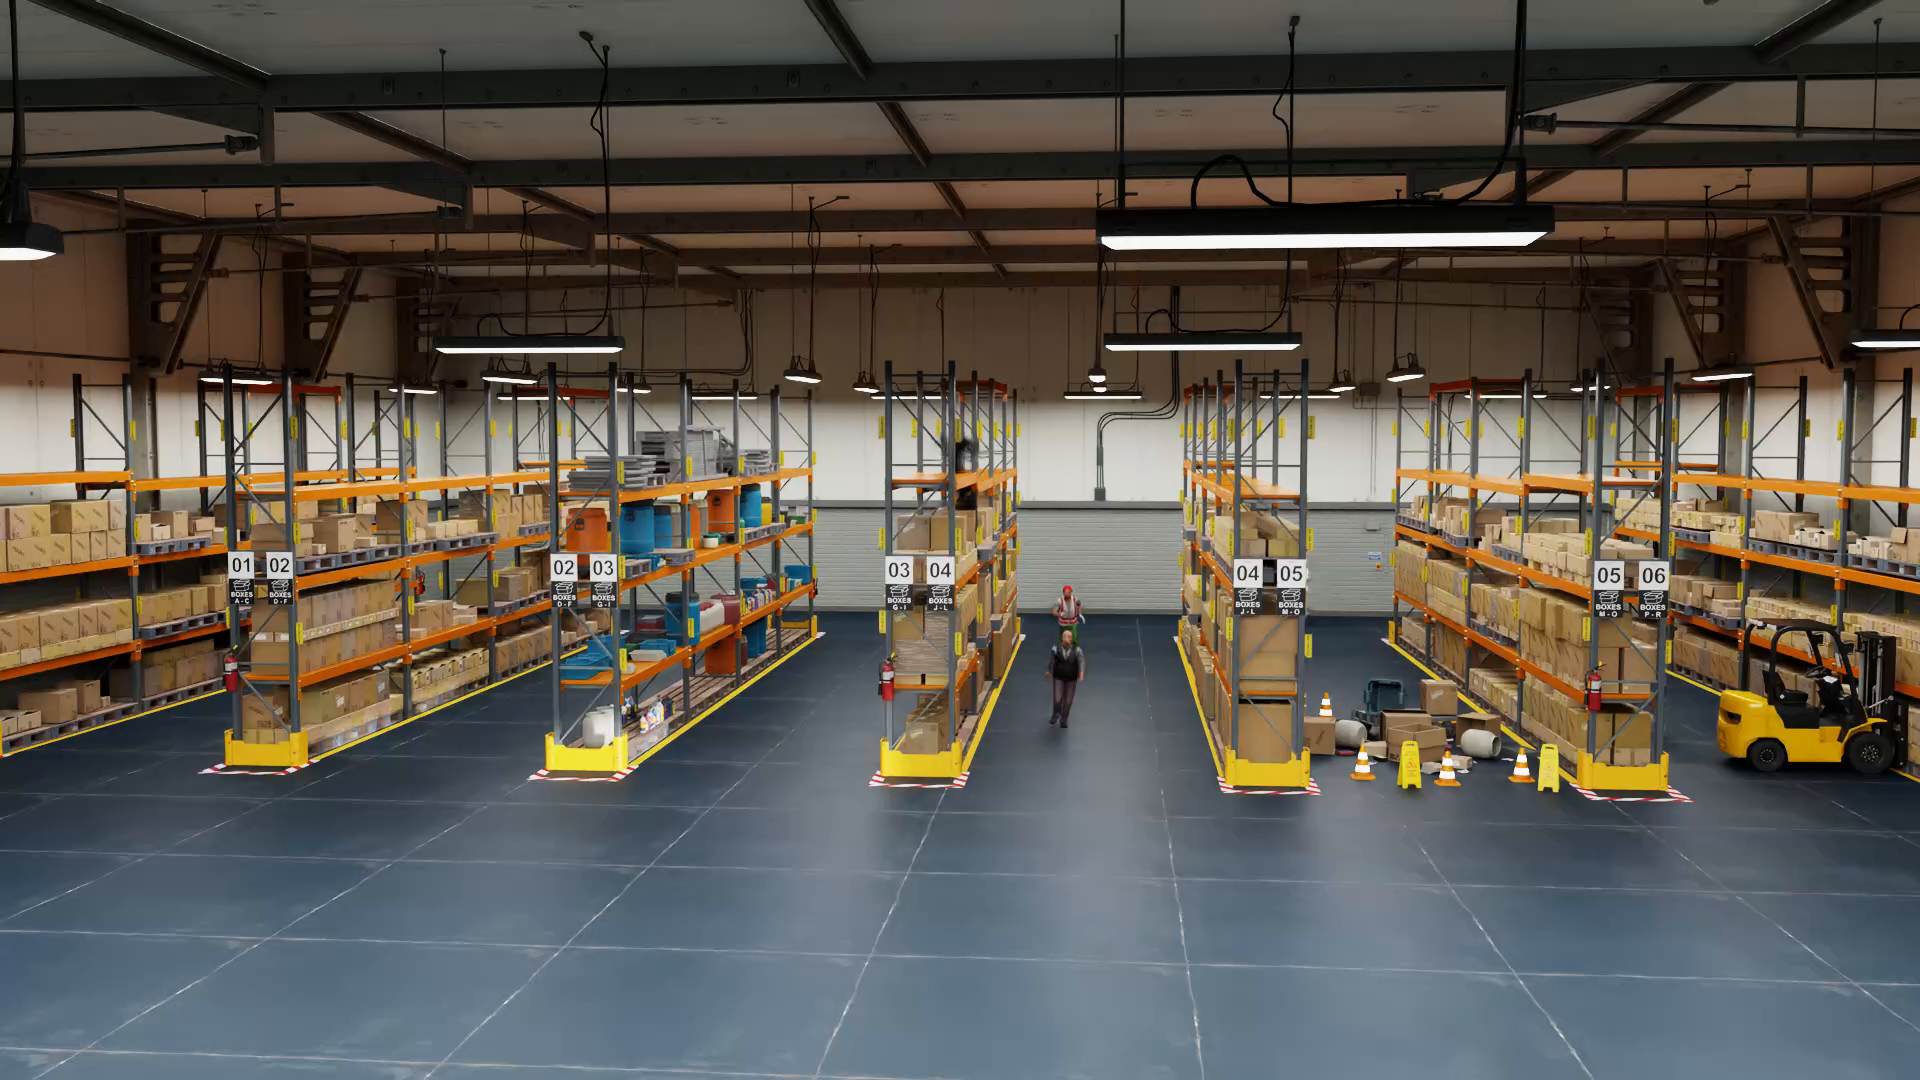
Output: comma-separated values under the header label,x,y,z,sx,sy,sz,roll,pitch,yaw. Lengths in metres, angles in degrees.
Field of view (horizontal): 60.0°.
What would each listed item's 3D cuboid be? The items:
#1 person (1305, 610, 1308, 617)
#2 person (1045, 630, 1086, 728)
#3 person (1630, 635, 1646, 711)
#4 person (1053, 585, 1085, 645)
label,x,y,z,sx,sy,sz,roll,pitch,yaw
person,8.559,1.331,42.639,0.798,1.780,0.699,-1,4,-13
person,1.772,2.335,27.763,0.663,1.679,0.776,0,4,-1
person,11.498,2.374,28.420,0.538,1.543,0.612,0,4,-7
person,2.302,1.810,35.265,0.694,1.752,1.000,0,4,1
